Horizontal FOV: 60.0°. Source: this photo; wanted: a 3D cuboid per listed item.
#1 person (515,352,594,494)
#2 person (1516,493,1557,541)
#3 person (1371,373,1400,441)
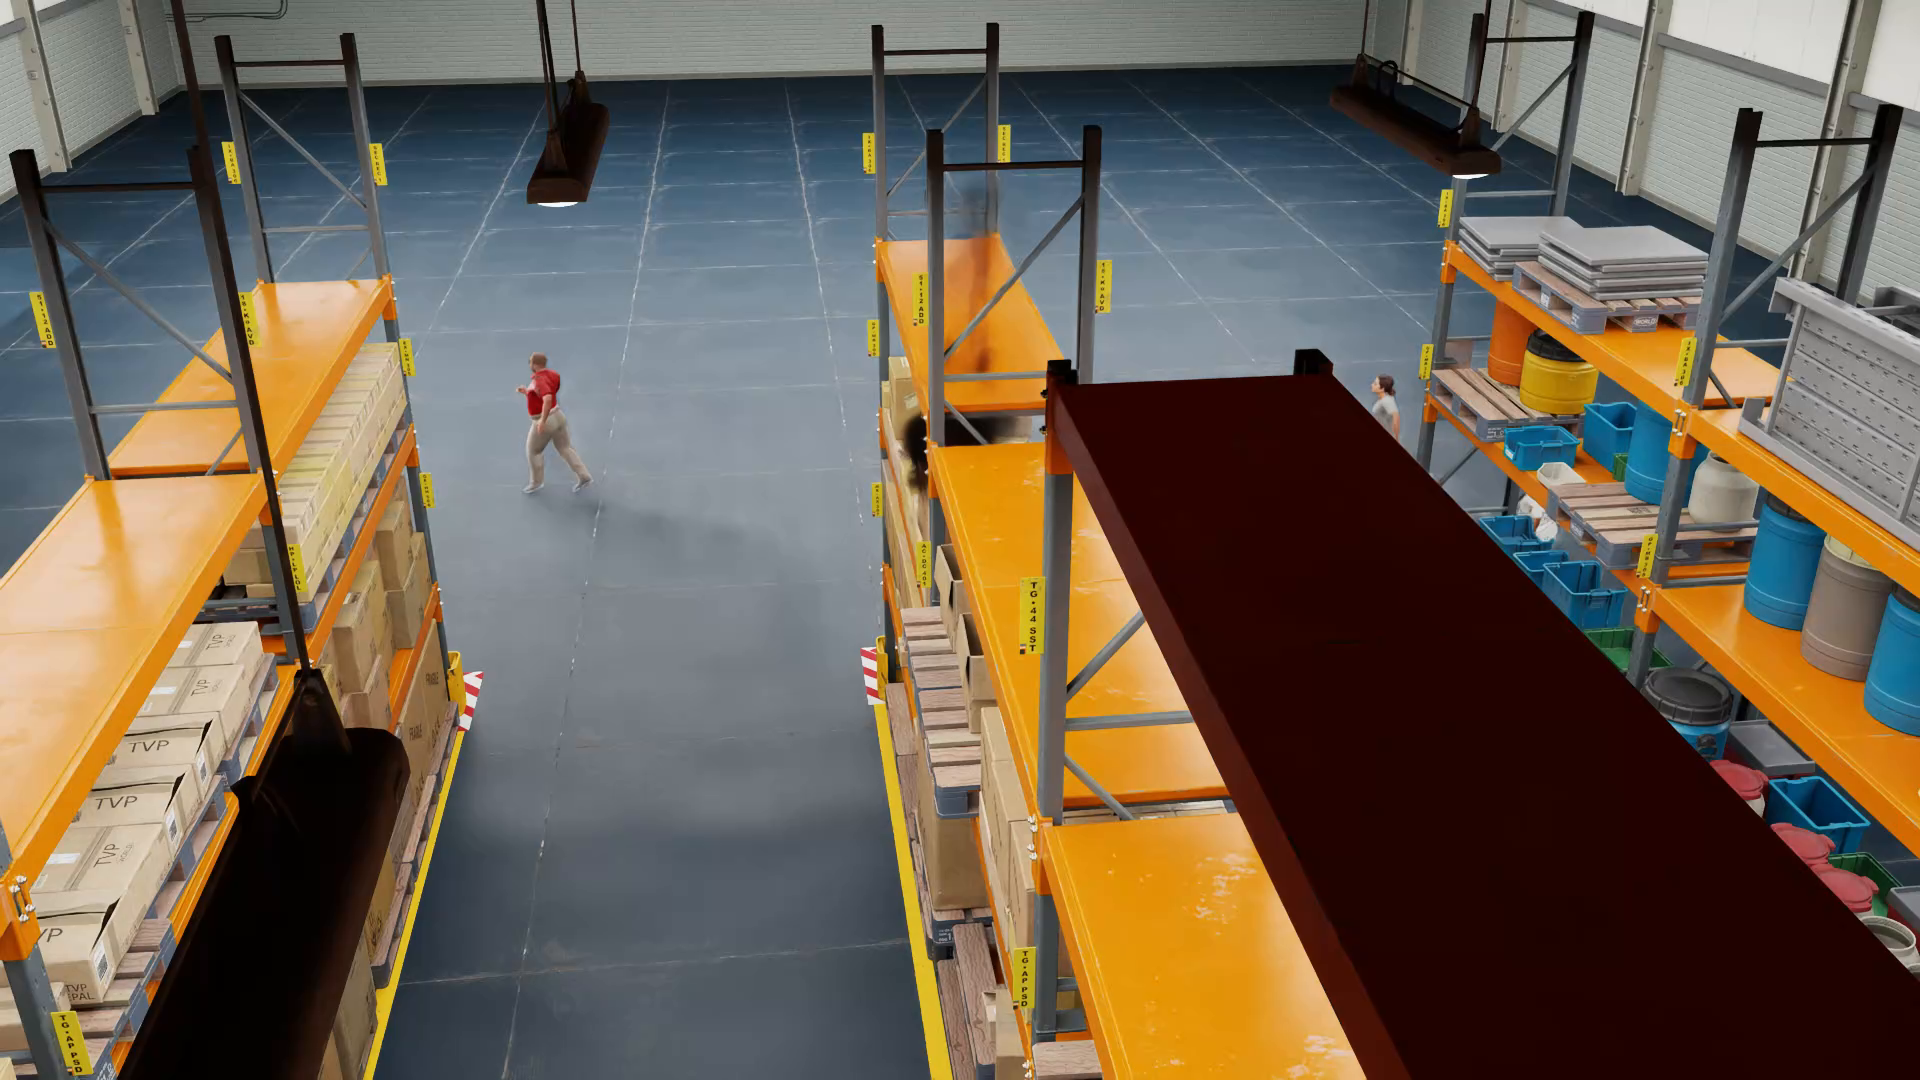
[{"bbox_3d":[-4.737,-1.323,19.249,0.915,1.768,0.642,10,27,20],"label":"person"},{"bbox_3d":[5.731,-0.056,16.762,0.662,1.611,0.550,-21,33,-37],"label":"person"},{"bbox_3d":[4.779,-1.107,18.972,0.629,1.621,0.603,6,26,12],"label":"person"}]
